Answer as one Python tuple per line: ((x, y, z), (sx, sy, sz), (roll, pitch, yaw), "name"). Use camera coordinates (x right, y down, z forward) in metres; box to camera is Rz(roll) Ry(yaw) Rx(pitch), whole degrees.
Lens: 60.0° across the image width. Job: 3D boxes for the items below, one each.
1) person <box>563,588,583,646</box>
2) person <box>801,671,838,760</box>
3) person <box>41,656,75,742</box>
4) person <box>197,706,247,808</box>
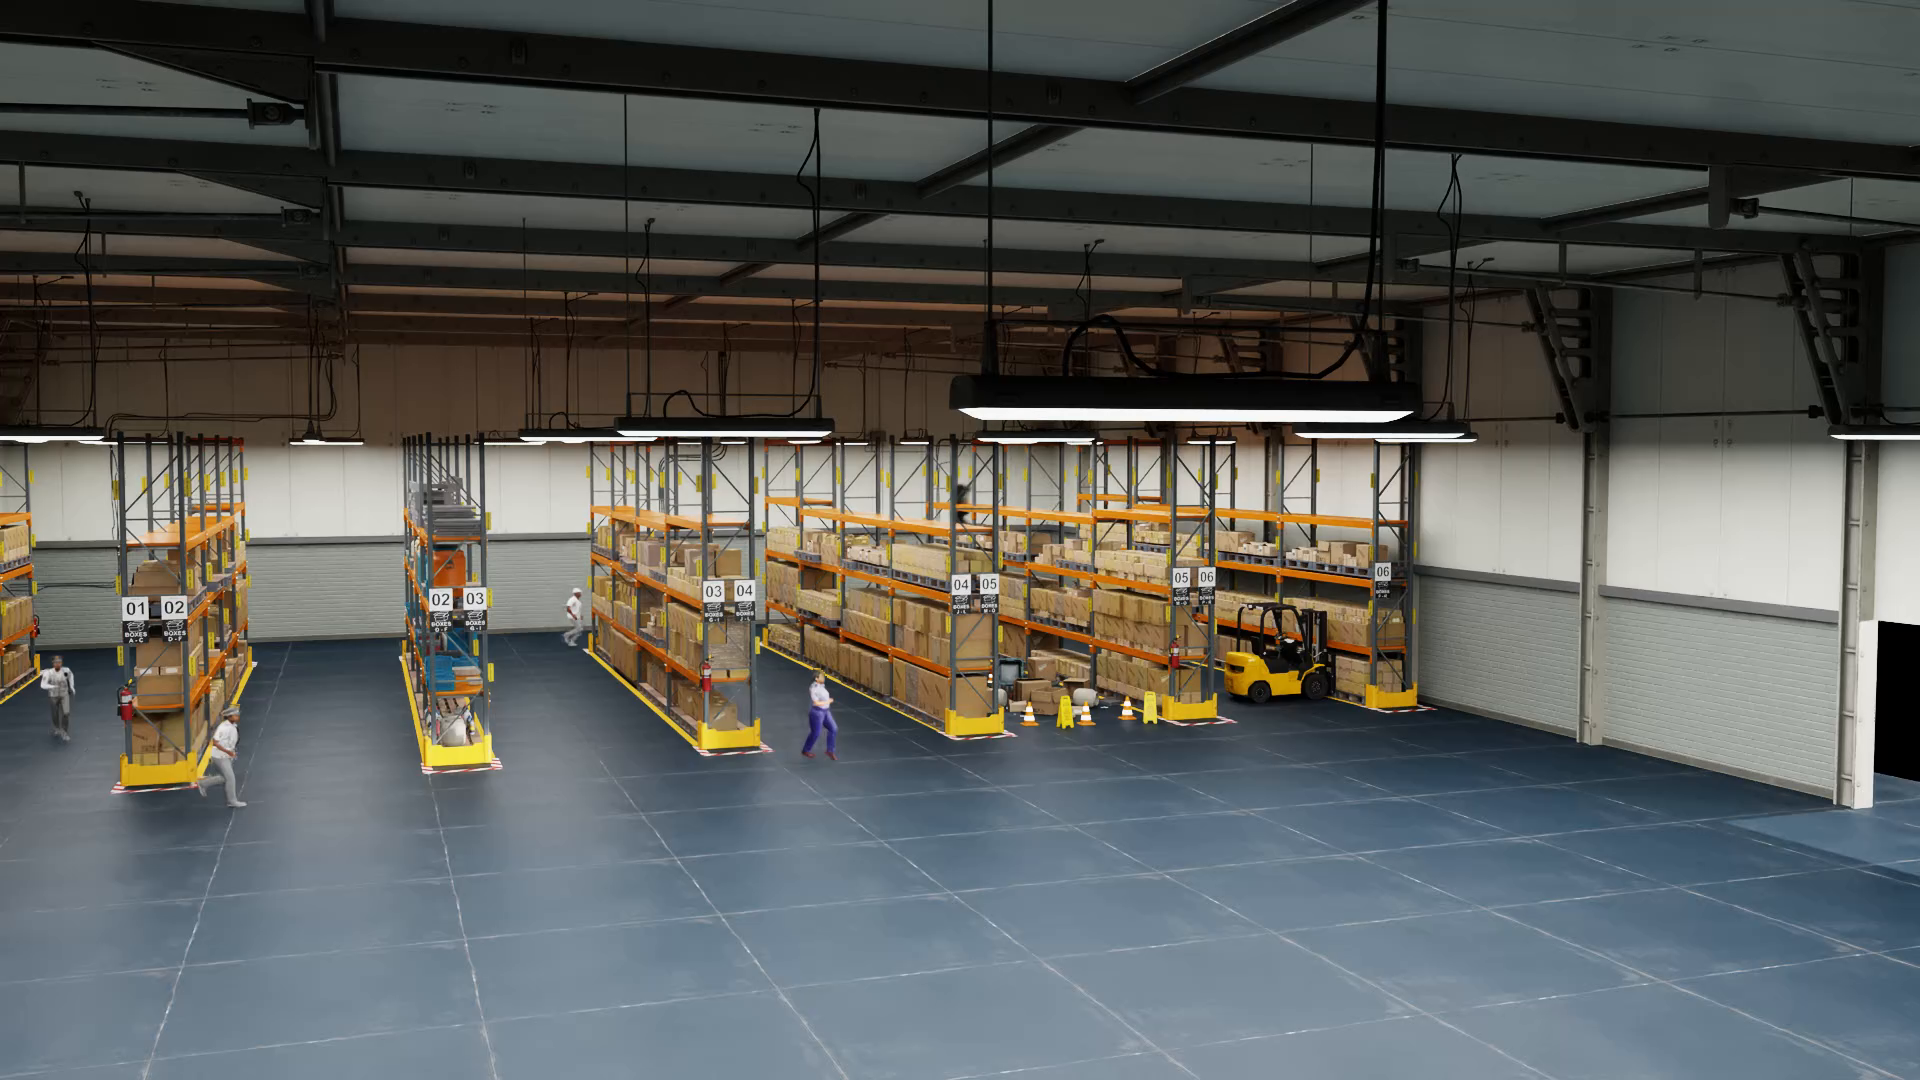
((-11.155, 2.223, 48.008), (0.563, 1.684, 0.693), (0, 3, 3), "person")
((-2.621, 3.243, 30.381), (0.667, 1.698, 0.585), (1, 3, 22), "person")
((-17.711, 3.084, 32.657), (0.602, 1.682, 0.935), (-2, 4, -32), "person")
((-11.776, 3.448, 26.394), (0.754, 1.638, 0.546), (0, 3, 5), "person")
